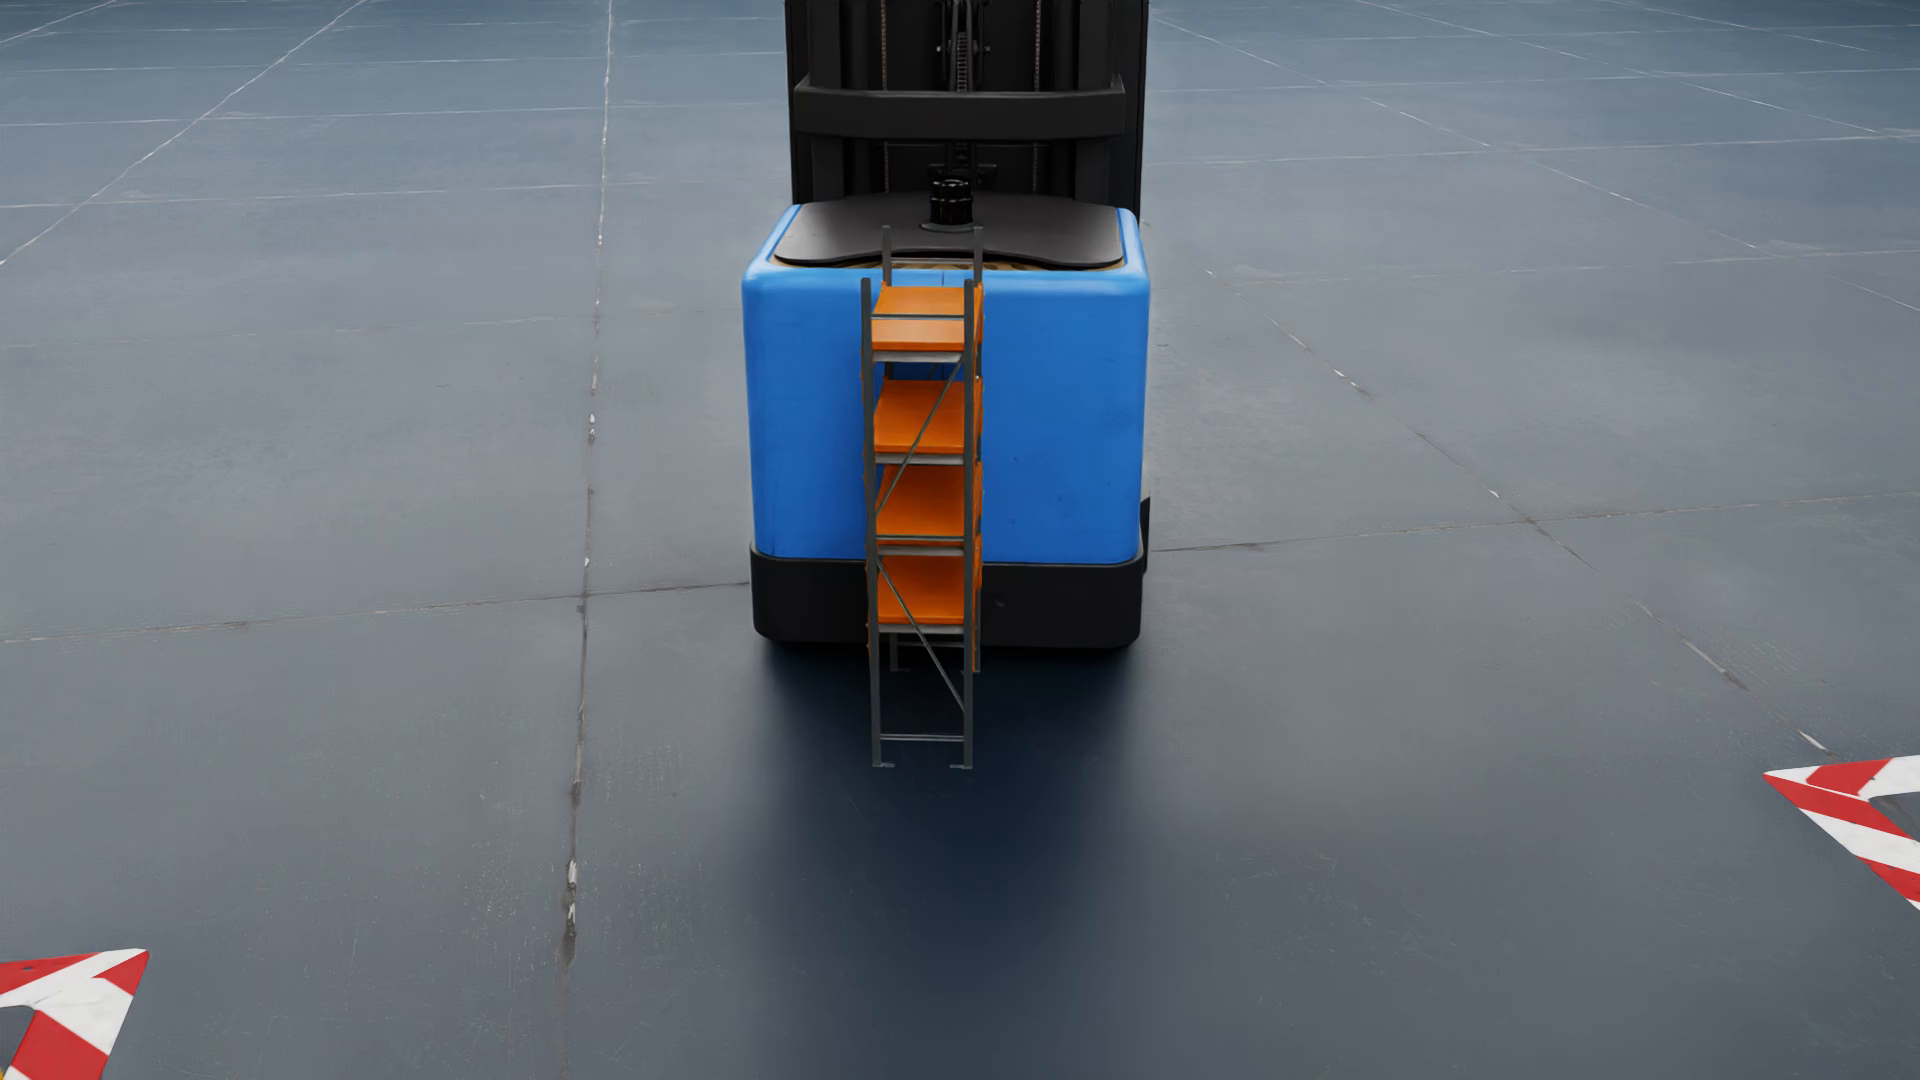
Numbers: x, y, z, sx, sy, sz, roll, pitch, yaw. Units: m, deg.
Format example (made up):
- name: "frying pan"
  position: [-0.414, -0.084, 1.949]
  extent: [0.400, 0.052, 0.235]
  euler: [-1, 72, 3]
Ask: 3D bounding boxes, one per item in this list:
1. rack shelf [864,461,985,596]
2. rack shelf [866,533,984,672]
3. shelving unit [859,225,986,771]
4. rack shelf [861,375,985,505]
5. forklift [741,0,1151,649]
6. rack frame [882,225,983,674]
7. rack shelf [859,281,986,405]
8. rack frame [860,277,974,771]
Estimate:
- name: "rack shelf"
  position: [-0.078, -0.038, 4.007]
  extent: [0.258, 0.148, 0.480]
  euler: [1, 24, 3]
- name: "rack shelf"
  position: [-0.078, 0.144, 4.086]
  extent: [0.258, 0.148, 0.480]
  euler: [1, 24, 3]
- name: "shelving unit"
  position: [-0.078, -0.100, 3.980]
  extent: [0.258, 1.200, 0.503]
  euler: [1, 24, 3]
- name: "rack shelf"
  position: [-0.078, -0.243, 3.917]
  extent: [0.258, 0.148, 0.480]
  euler: [1, 24, 3]
- name: "forklift"
  position: [0.032, -1.602, 5.256]
  extent: [1.130, 2.935, 3.031]
  euler: [1, 24, 3]
- name: "rack frame"
  position: [-0.066, -0.197, 4.203]
  extent: [0.240, 1.200, 0.015]
  euler: [1, 24, 3]
- name: "rack shelf"
  position: [-0.078, -0.460, 3.822]
  extent: [0.258, 0.148, 0.480]
  euler: [1, 24, 3]
- name: "rack frame"
  position: [-0.090, -0.002, 3.756]
  extent: [0.240, 1.200, 0.015]
  euler: [1, 24, 3]
